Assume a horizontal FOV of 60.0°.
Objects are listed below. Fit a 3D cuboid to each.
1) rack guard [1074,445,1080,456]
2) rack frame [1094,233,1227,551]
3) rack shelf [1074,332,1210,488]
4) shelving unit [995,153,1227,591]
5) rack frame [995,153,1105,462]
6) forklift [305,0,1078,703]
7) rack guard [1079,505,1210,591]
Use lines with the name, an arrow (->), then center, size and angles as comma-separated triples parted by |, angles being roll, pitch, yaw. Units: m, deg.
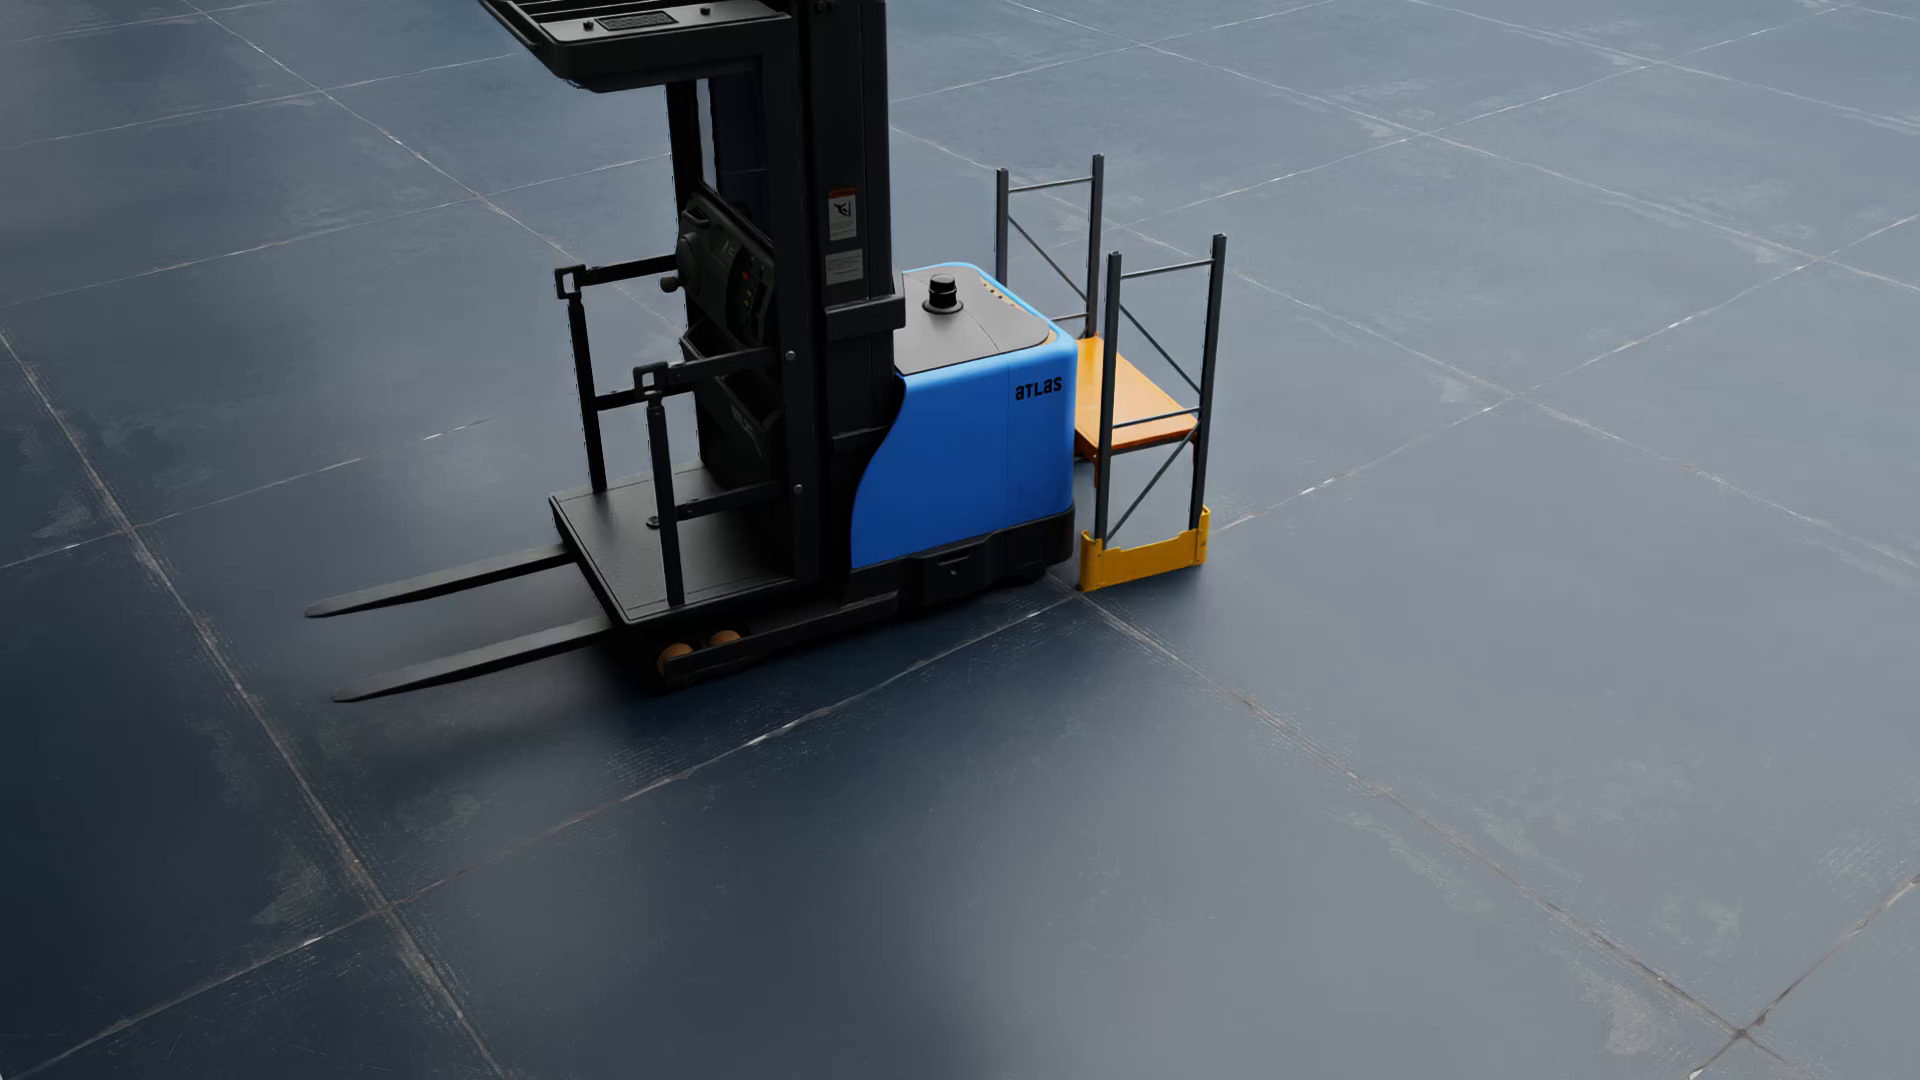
rack guard -> 0.391, -0.452, 7.847 | 0.587, 0.250, 0.087 | -13, 34, -20
rack frame -> 0.793, -0.491, 6.725 | 0.500, 1.500, 0.032 | -13, 34, -20
rack shelf -> 0.592, -0.584, 7.217 | 0.538, 0.185, 1.000 | -13, 34, -20
shelving unit -> 0.588, -0.741, 7.129 | 0.587, 1.500, 1.083 | -13, 34, -20
rack frame -> 0.391, -0.983, 7.518 | 0.500, 1.500, 0.032 | -13, 34, -20
forklift -> -1.063, -0.994, 6.179 | 3.031, 2.935, 1.130 | -15, 35, -23
rack guard -> 0.785, 0.031, 7.070 | 0.587, 0.250, 0.087 | -13, 34, -20
